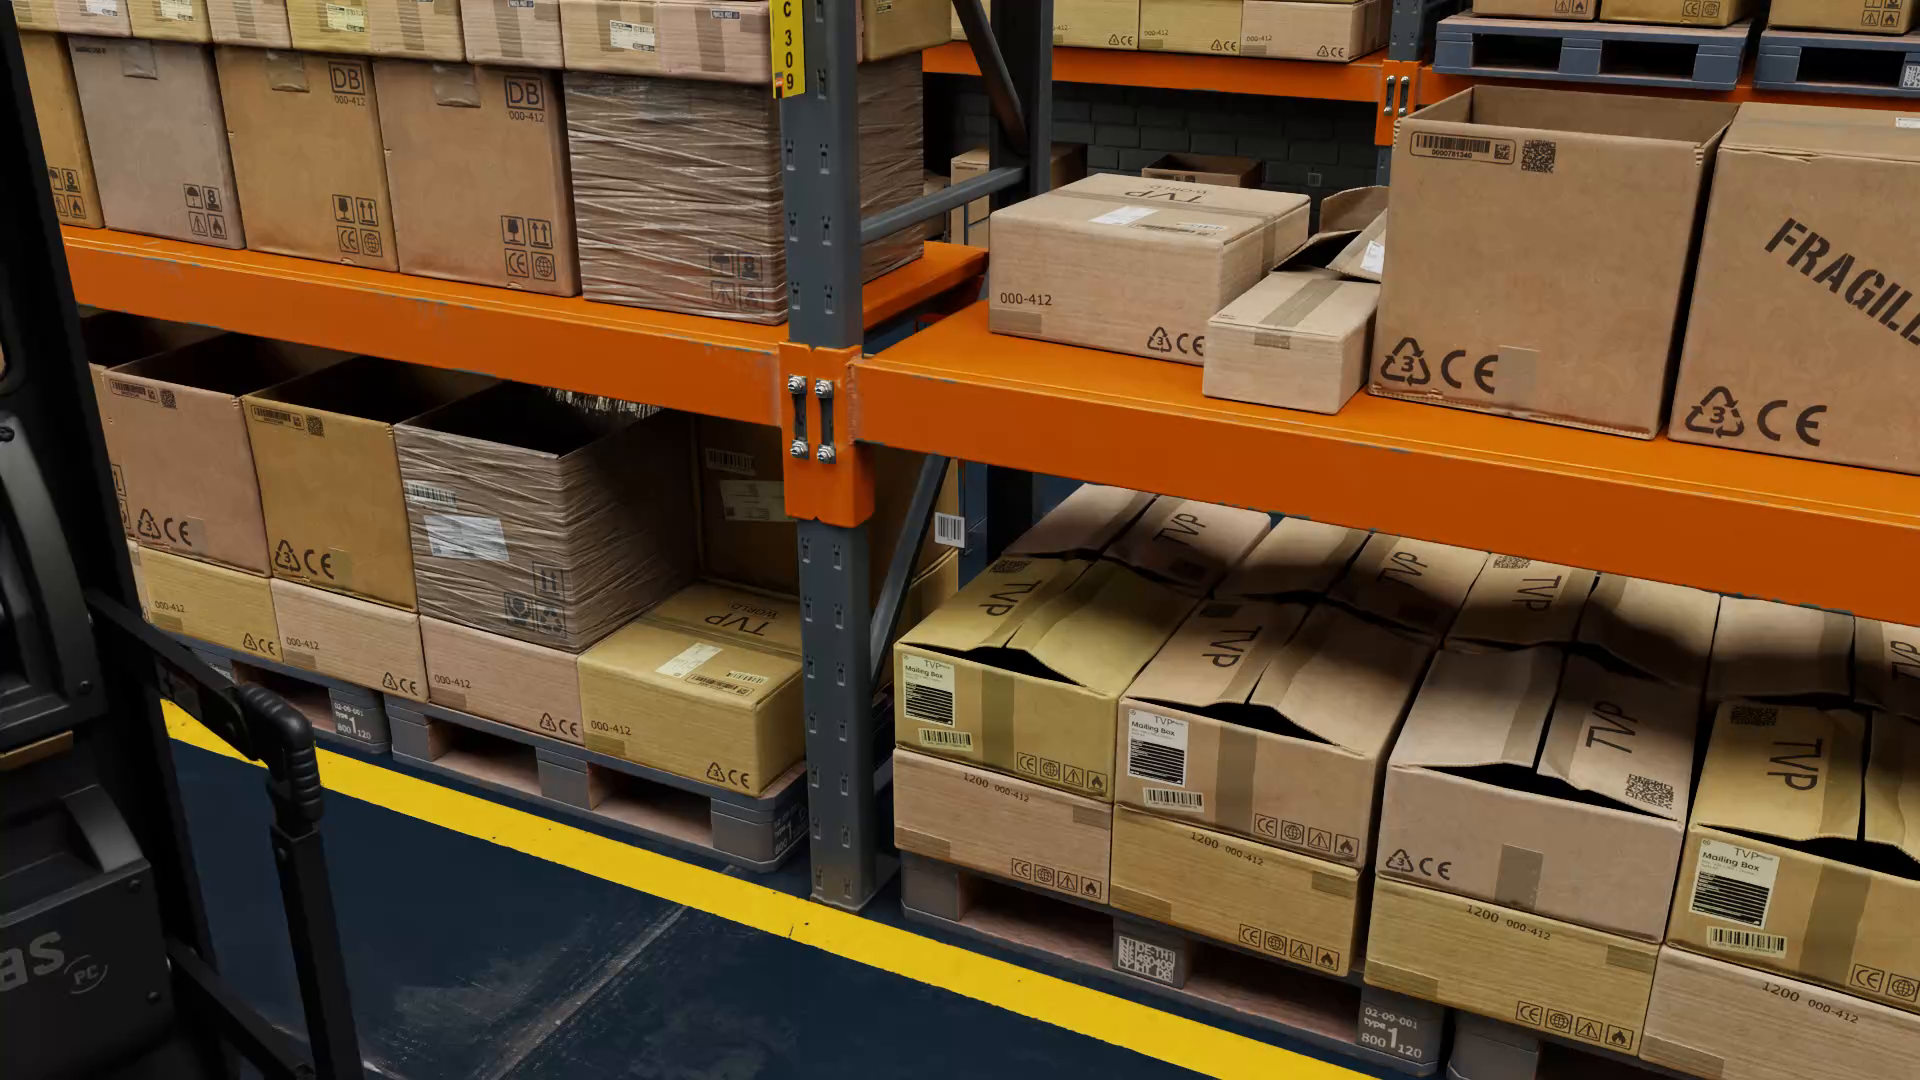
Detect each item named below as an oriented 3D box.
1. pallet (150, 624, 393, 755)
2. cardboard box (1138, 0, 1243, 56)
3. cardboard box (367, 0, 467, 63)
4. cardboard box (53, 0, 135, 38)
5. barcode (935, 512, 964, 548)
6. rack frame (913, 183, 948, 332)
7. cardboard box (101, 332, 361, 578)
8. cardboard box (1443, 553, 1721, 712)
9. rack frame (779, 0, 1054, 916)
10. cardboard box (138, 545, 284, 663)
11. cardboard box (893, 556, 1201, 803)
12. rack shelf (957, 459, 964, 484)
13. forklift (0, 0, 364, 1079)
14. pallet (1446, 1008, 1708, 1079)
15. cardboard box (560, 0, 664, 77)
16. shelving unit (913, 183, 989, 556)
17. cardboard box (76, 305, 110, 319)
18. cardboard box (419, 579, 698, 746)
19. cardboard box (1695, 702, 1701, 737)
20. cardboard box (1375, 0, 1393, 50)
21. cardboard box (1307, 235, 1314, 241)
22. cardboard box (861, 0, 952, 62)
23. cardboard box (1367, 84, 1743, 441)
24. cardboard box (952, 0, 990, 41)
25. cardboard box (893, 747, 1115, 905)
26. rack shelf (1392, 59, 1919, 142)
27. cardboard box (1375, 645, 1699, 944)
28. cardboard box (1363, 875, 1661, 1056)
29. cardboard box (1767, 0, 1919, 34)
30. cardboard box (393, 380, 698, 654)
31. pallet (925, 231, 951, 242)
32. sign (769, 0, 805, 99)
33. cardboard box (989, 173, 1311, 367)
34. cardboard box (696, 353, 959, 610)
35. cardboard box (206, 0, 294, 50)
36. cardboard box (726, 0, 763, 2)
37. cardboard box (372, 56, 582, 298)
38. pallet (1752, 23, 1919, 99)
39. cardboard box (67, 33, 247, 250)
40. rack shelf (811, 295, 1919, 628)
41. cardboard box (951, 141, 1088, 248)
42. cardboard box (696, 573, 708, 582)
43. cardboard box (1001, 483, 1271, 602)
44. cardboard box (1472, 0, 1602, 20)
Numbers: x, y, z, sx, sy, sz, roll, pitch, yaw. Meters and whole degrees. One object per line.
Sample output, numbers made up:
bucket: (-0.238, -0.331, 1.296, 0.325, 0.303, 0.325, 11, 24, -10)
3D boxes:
pallet: (-1.845, 0.196, 5.019, 1.213, 0.211, 1.003, 11, 25, 25)
cardboard box: (1.170, -2.456, 7.859, 0.500, 0.250, 0.500, 11, 26, 25)
cardboard box: (-1.090, -1.170, 3.713, 0.250, 0.149, 0.380, 11, 25, 24)
cardboard box: (-2.006, -1.352, 4.139, 0.250, 0.149, 0.380, 11, 26, 25)
barcode: (-0.021, -0.020, 3.370, 0.075, 0.075, 0.001, 11, 25, 25)
rack frame: (-0.095, -0.571, 5.559, 0.006, 1.200, 0.240, 11, 25, 25)
cardboard box: (-1.915, -0.258, 4.543, 0.500, 0.500, 0.500, 11, 25, 25)
cardboard box: (1.341, 0.247, 3.596, 0.500, 0.311, 0.500, 11, 25, 24)
rack frame: (-0.061, -0.717, 3.603, 0.127, 3.000, 1.000, 11, 25, 25)
cardboard box: (-1.915, 0.087, 4.690, 0.500, 0.250, 0.500, 11, 25, 25)
cardboard box: (0.195, 0.257, 3.573, 0.500, 0.311, 0.500, 11, 26, 25)
rack shelf: (-0.013, -0.293, 5.633, 0.180, 0.103, 0.258, 11, 25, 25)
forklift: (-1.295, 0.157, 1.636, 3.031, 2.935, 1.130, 20, 30, 39)
pallet: (1.707, 0.898, 3.369, 1.213, 0.211, 1.003, 11, 25, 25)
cardboard box: (-0.620, -1.079, 3.498, 0.250, 0.149, 0.380, 11, 25, 23)
shelving unit: (-0.013, -0.555, 5.521, 0.189, 1.200, 0.258, 11, 25, 25)
cardboard box: (-2.805, -0.436, 4.961, 0.500, 0.500, 0.500, 11, 25, 25)
cardboard box: (-1.015, 0.258, 4.288, 0.500, 0.250, 0.500, 11, 25, 25)
cardboard box: (1.347, 0.507, 3.701, 0.500, 0.250, 0.500, 12, 26, 26)
cardboard box: (1.848, -2.546, 8.069, 0.500, 0.250, 0.500, 11, 26, 25)
cardboard box: (1.680, -1.430, 8.338, 0.250, 0.166, 0.380, 8, 24, 18)
cardboard box: (-0.213, -1.177, 3.727, 0.250, 0.149, 0.380, 11, 25, 24)
cardboard box: (1.087, -0.529, 3.032, 0.500, 0.500, 0.500, 13, 26, 28)
cardboard box: (0.265, -2.628, 8.263, 0.500, 0.250, 0.500, 11, 26, 25)
cardboard box: (0.187, 0.513, 3.688, 0.500, 0.250, 0.500, 11, 25, 23)
rack shelf: (3.956, -1.763, 6.983, 4.000, 0.370, 1.077, 11, 25, 25)
cardboard box: (1.102, 0.438, 3.147, 0.500, 0.311, 0.500, 10, 25, 23)
cardboard box: (1.106, 0.694, 3.262, 0.500, 0.250, 0.500, 10, 25, 23)
cardboard box: (3.707, -2.388, 6.842, 0.500, 0.500, 0.700, 15, 27, 32)
cardboard box: (-1.014, -0.088, 4.142, 0.500, 0.500, 0.500, 11, 25, 25)
pallet: (-0.622, -1.702, 9.481, 1.213, 0.211, 1.003, 11, 25, 25)
sign: (-0.310, -0.958, 2.962, 0.005, 0.325, 0.100, 11, 25, 25)
cardboard box: (0.398, -0.576, 3.464, 0.500, 0.250, 0.500, 13, 26, 28)
cardboard box: (-0.334, -0.181, 4.362, 0.500, 0.500, 0.500, 11, 25, 25)
cardboard box: (-1.533, -1.259, 3.922, 0.250, 0.149, 0.380, 12, 26, 26)
cardboard box: (-0.460, -1.436, 3.508, 0.500, 0.500, 0.700, 11, 26, 25)
cardboard box: (-0.933, -0.930, 3.976, 0.500, 0.500, 0.700, 11, 25, 24)
pallet: (3.955, -1.988, 6.838, 1.213, 0.211, 1.003, 11, 25, 25)
cardboard box: (-1.837, -1.110, 4.399, 0.500, 0.500, 0.700, 12, 26, 26)
rack shelf: (1.724, -0.033, 2.913, 4.000, 0.370, 1.077, 11, 25, 25)
cardboard box: (0.319, -1.805, 8.793, 0.500, 0.500, 0.700, 10, 25, 21)
cardboard box: (-0.782, 0.077, 4.712, 0.500, 0.250, 0.500, 11, 25, 25)
cardboard box: (0.430, 0.069, 4.016, 0.500, 0.311, 0.500, 11, 25, 25)
cardboard box: (2.610, -2.594, 7.328, 0.500, 0.500, 0.700, 11, 26, 25)
